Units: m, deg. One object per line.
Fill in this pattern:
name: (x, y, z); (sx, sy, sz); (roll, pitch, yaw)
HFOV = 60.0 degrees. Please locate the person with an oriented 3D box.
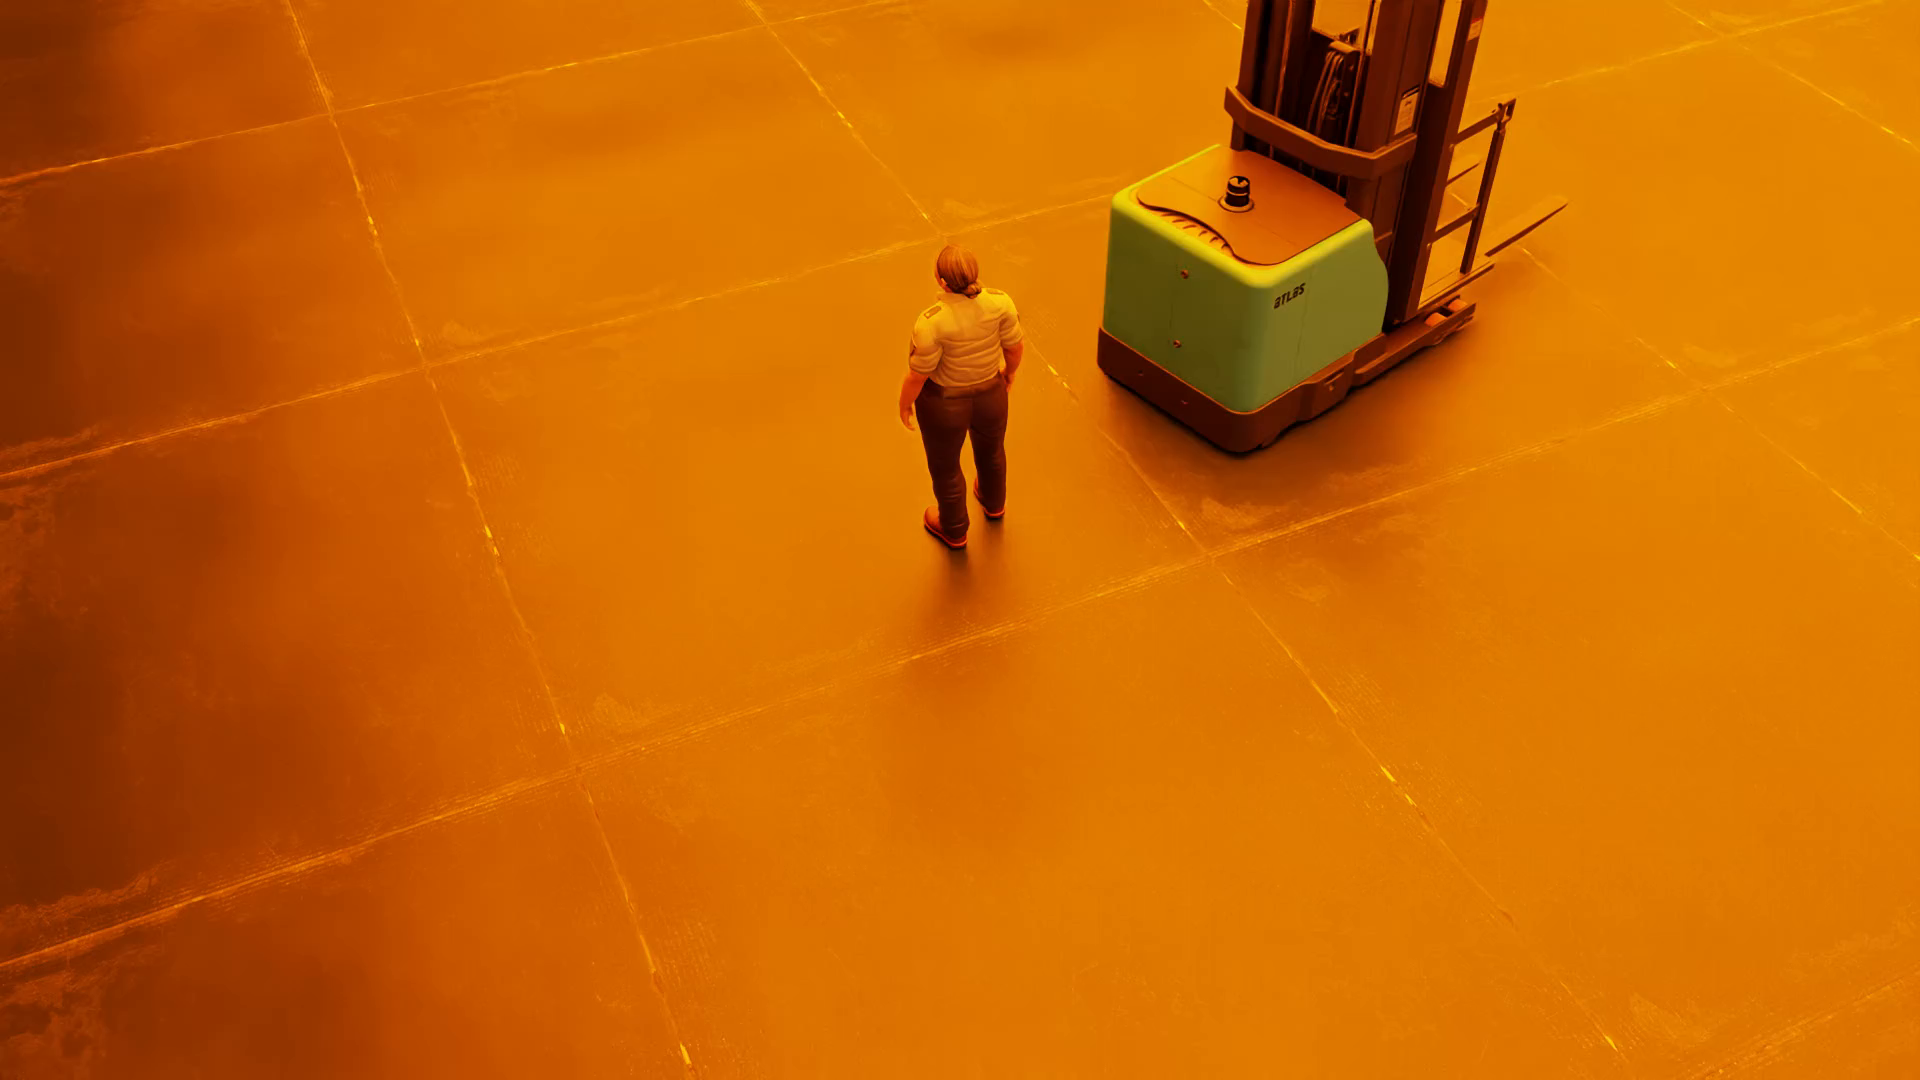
person: (-0.017, -0.670, 7.327); (0.598, 1.651, 0.503); (-18, 46, -18)

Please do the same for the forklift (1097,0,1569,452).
forklift: (2.159, -2.368, 8.218); (3.031, 2.935, 1.130); (-31, 51, -29)
